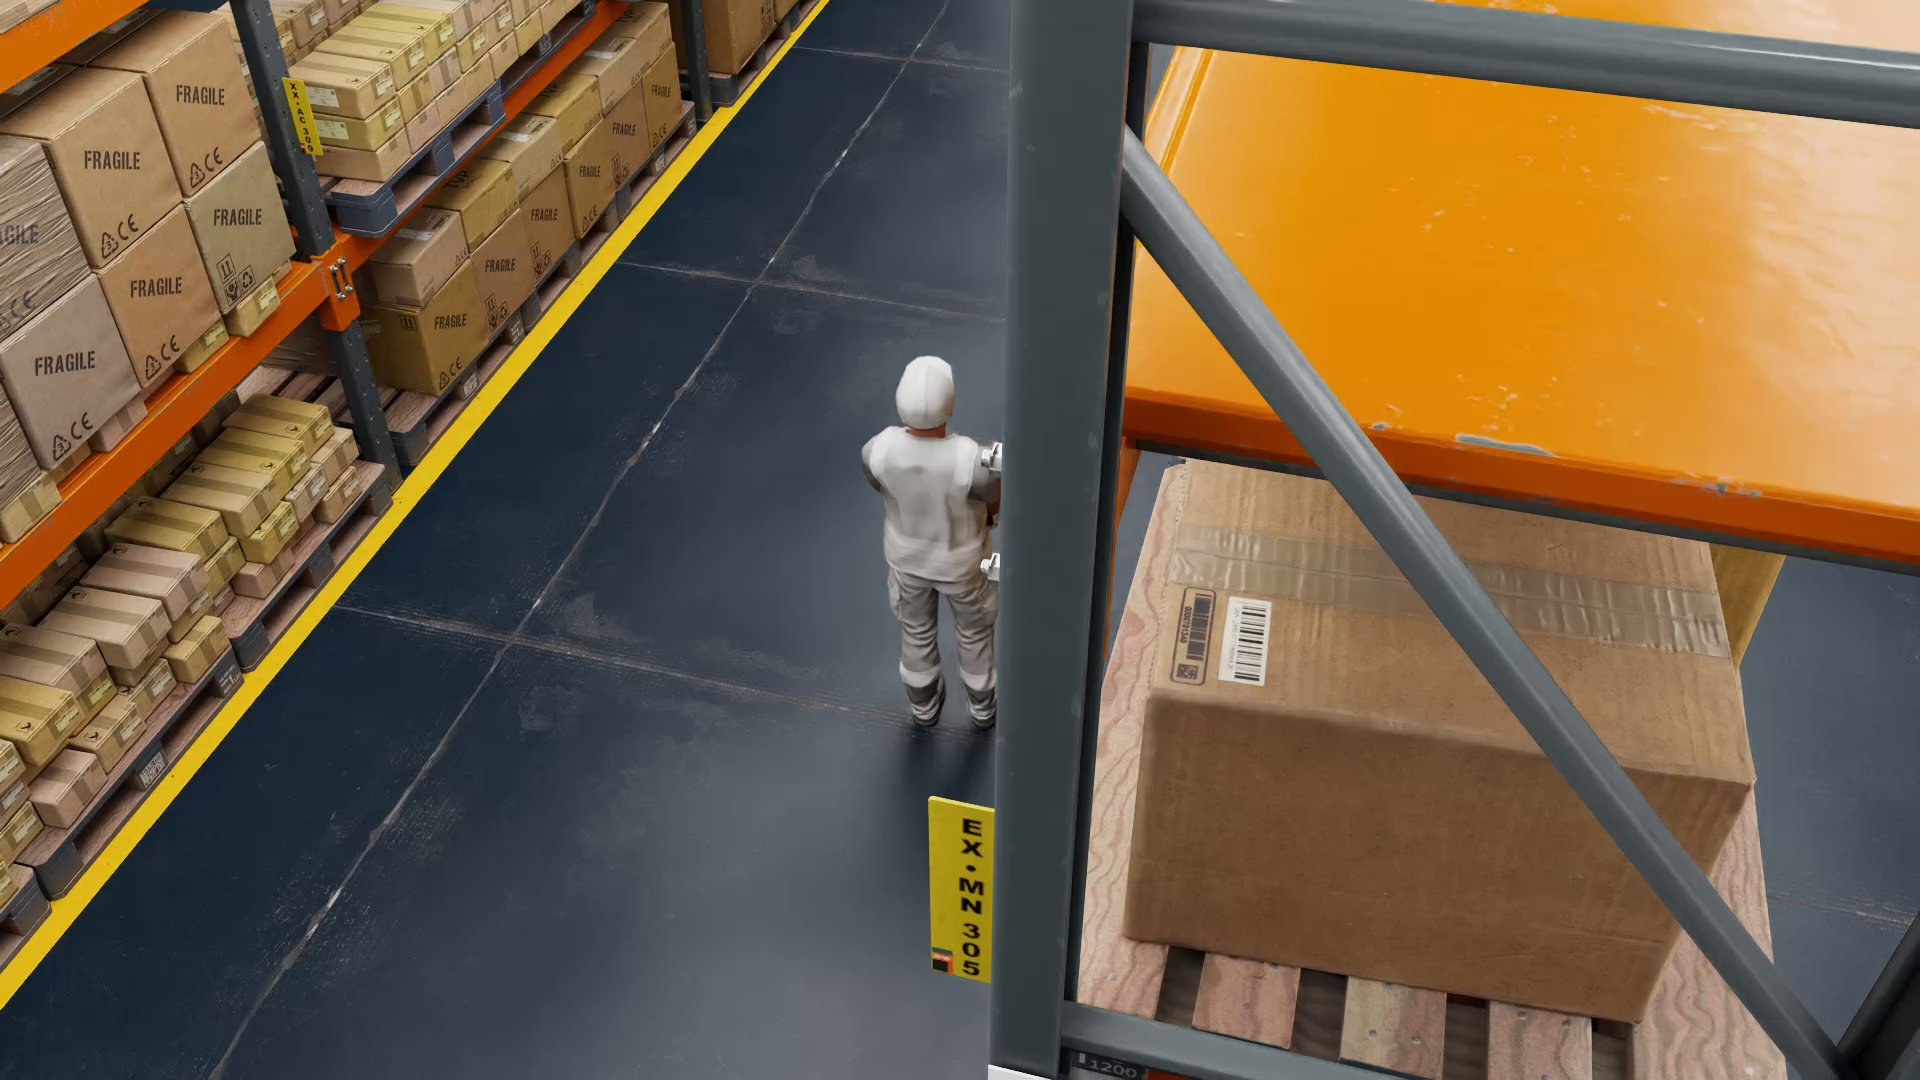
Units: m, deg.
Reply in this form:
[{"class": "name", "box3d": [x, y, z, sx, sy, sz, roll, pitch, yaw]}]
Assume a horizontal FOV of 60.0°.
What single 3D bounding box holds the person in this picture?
[{"class": "person", "box3d": [-0.064, 0.010, 6.291, 0.525, 1.793, 0.542, 10, 42, 11]}]
